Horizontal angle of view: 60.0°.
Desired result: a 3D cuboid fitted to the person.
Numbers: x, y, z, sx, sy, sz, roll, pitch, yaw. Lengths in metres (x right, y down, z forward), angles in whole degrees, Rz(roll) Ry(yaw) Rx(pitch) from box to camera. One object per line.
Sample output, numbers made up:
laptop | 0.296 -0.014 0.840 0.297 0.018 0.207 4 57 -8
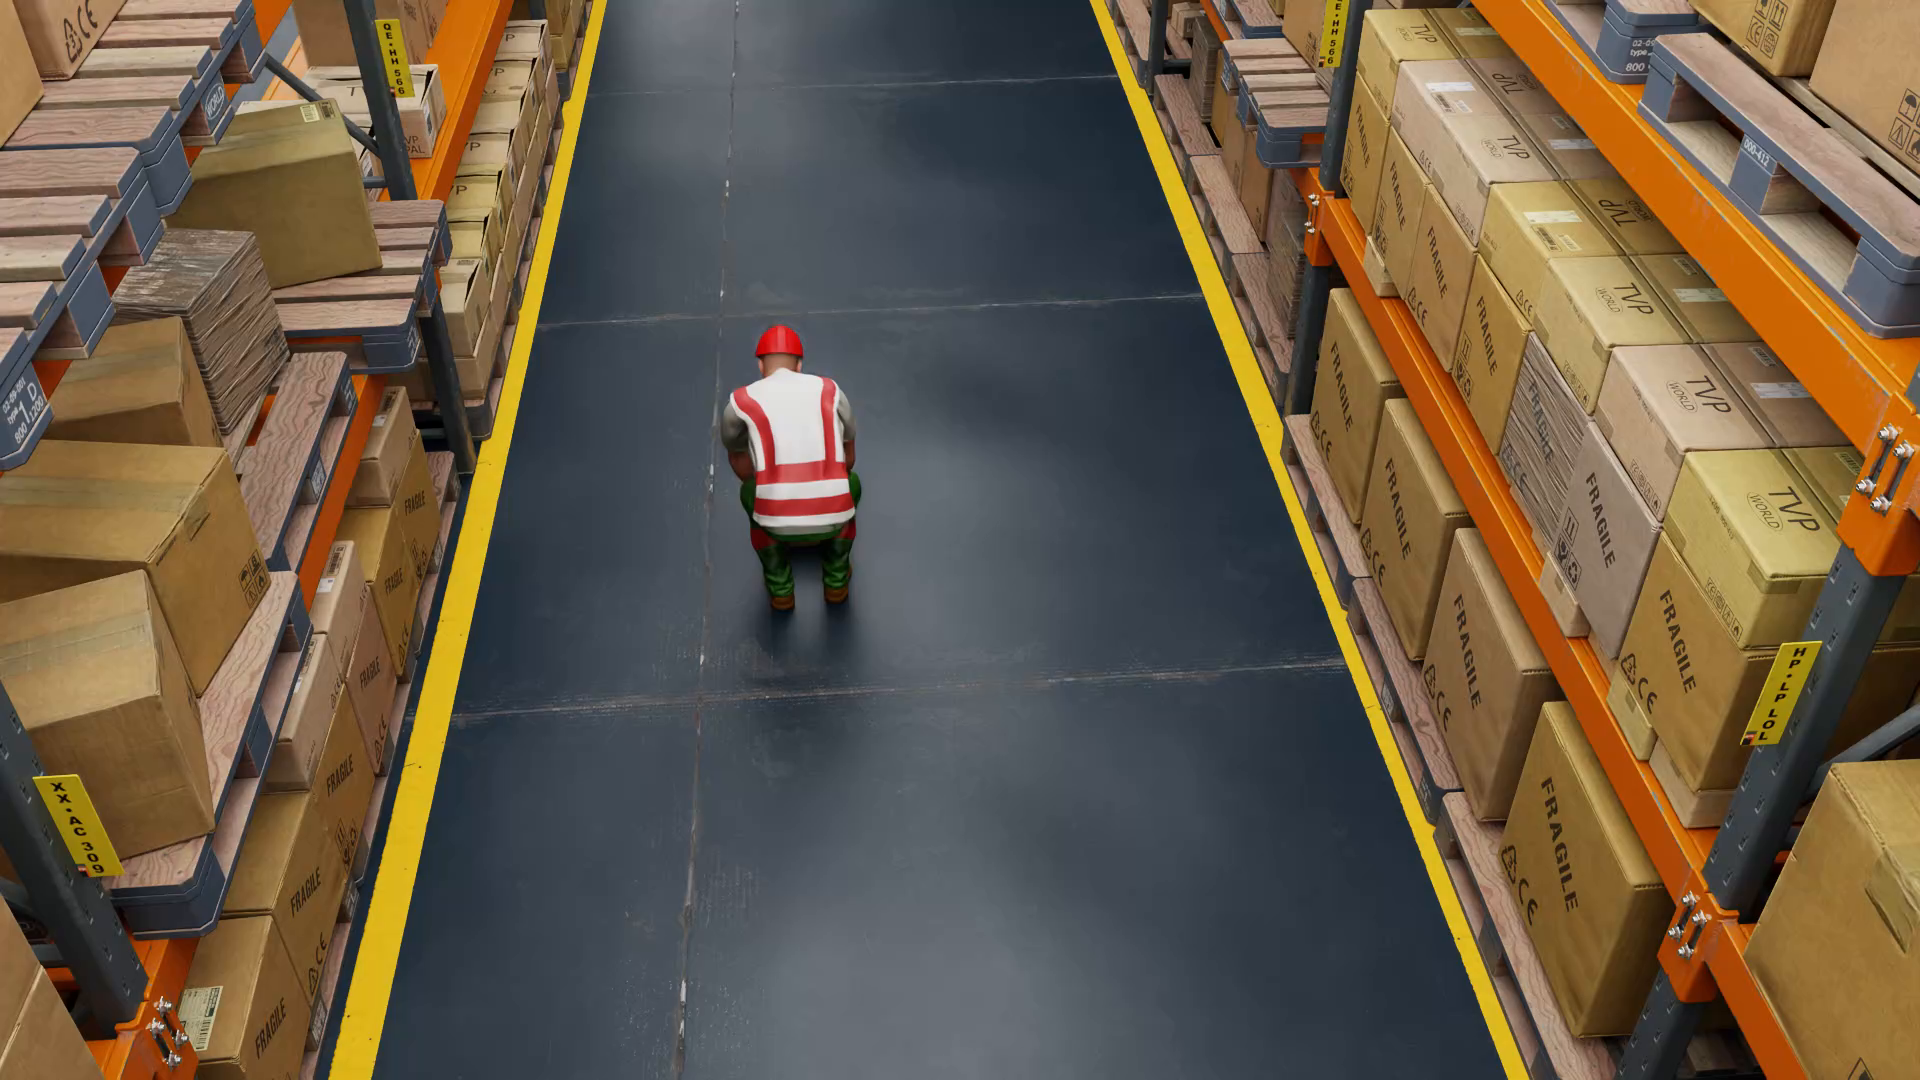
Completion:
person | -0.707 -0.260 7.019 0.576 1.091 0.866 -3 39 -4
